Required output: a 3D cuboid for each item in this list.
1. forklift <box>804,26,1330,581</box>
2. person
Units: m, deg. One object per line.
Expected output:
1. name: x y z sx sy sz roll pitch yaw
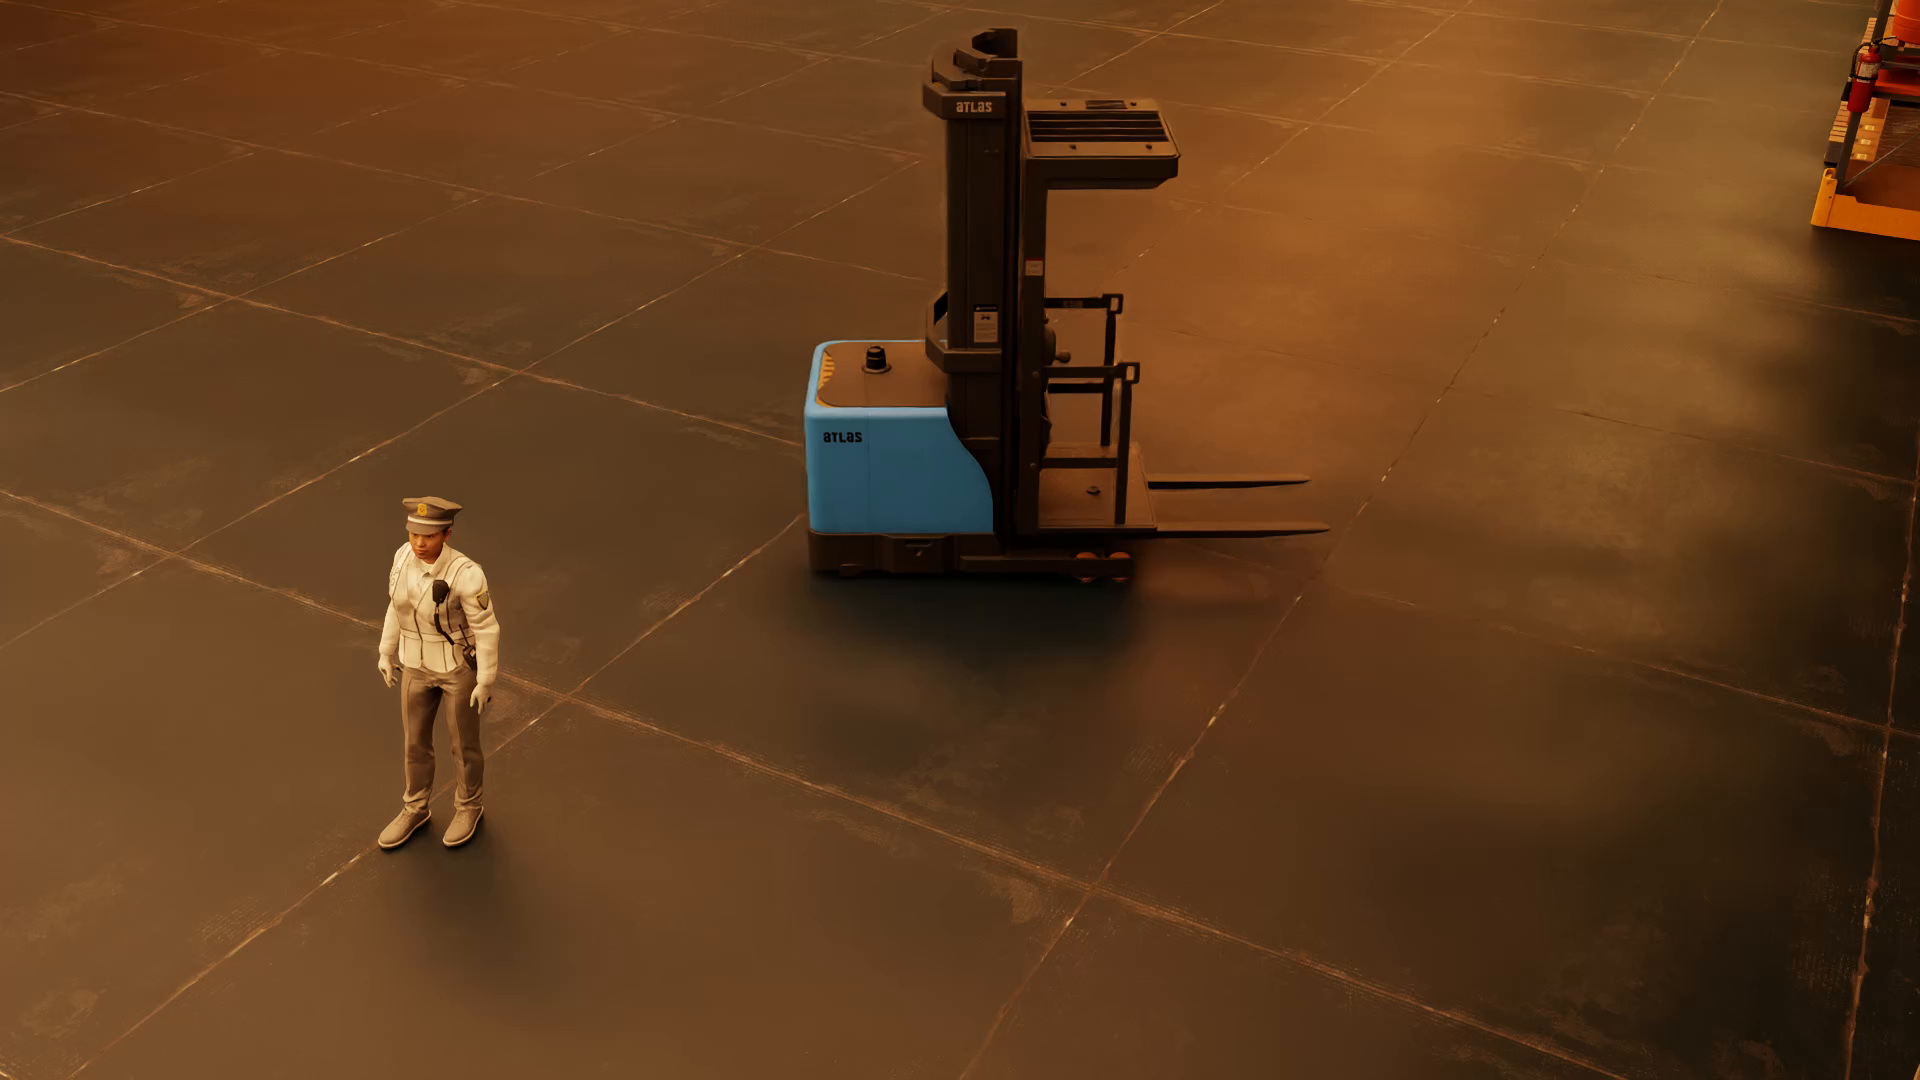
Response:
1. forklift: 0.637 -1.298 9.320 3.031 2.935 1.130 0 30 0
2. person: -2.306 0.589 7.272 0.587 1.693 0.529 10 31 17
